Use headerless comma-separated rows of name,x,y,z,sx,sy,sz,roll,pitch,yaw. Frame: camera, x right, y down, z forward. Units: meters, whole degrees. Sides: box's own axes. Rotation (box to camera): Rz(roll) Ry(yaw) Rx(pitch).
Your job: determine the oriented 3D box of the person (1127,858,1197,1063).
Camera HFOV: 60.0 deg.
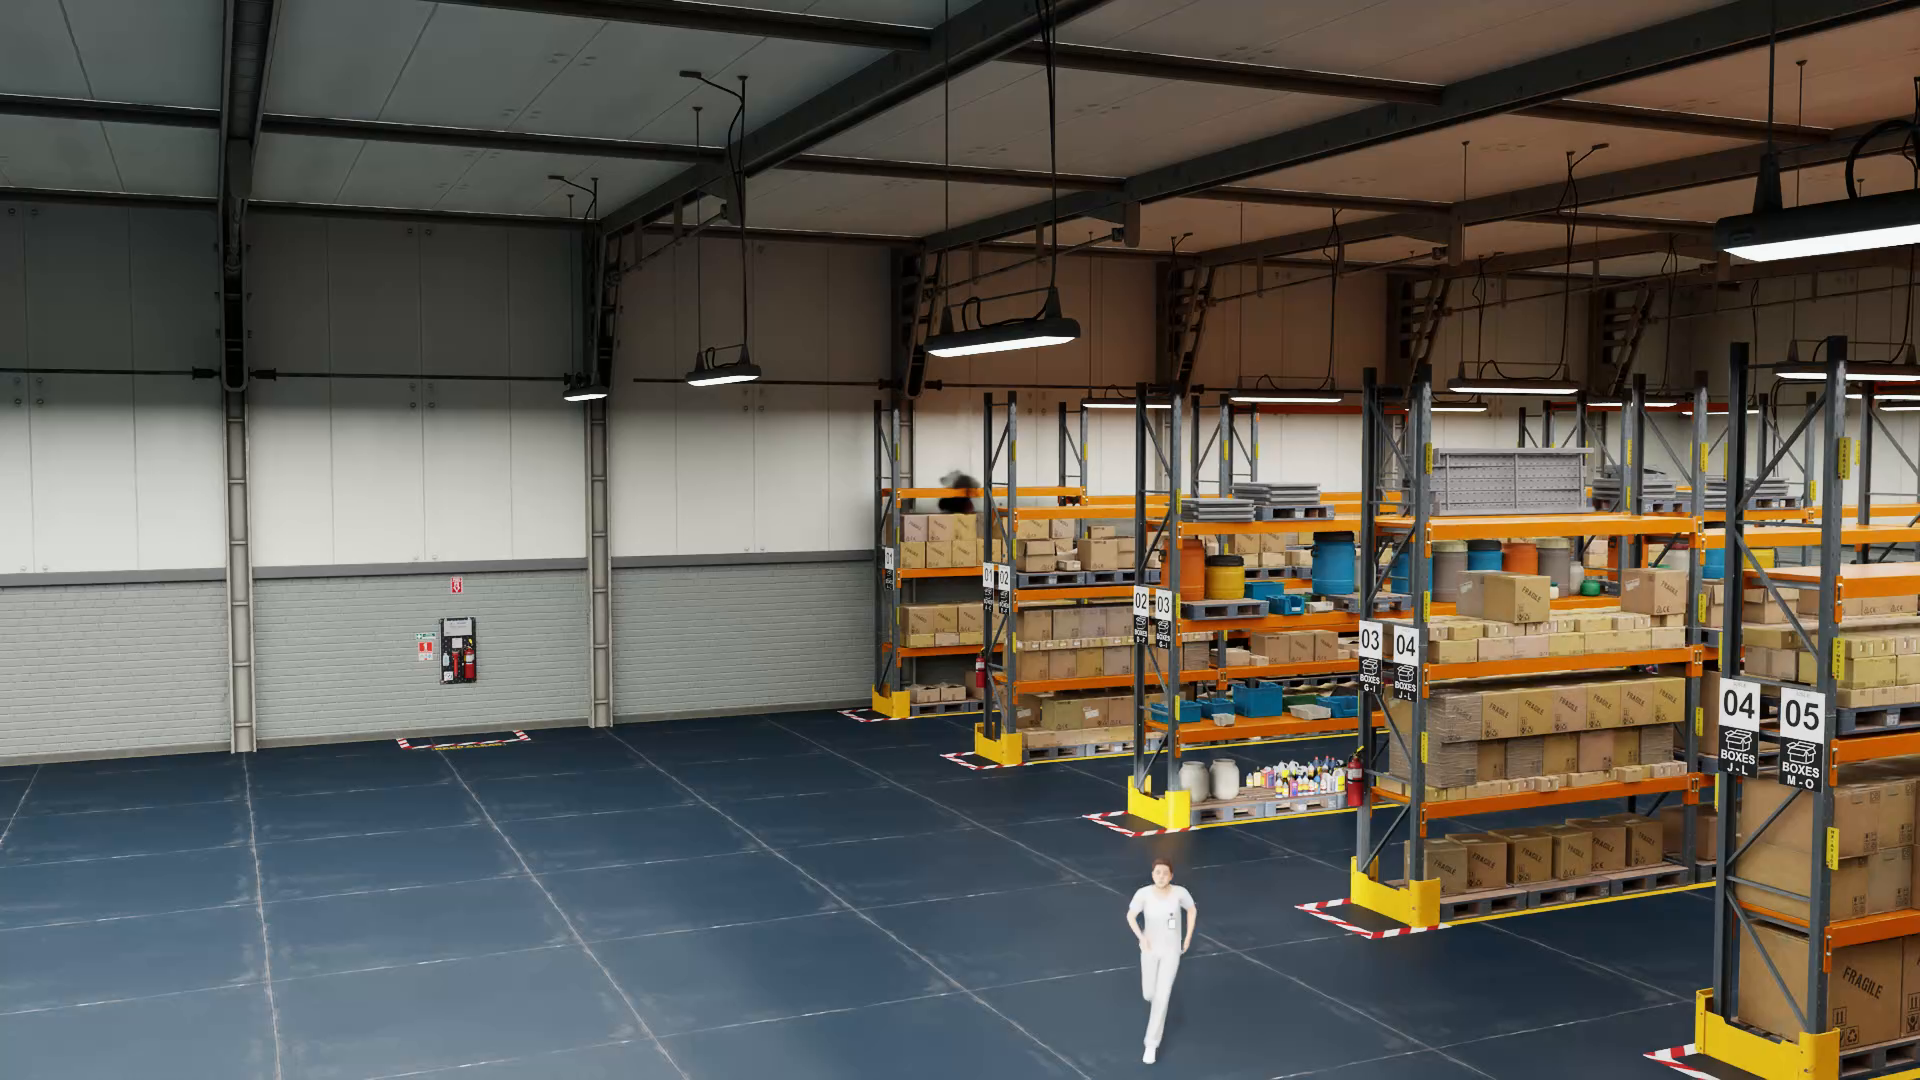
person,1.724,3.516,14.231,0.588,1.660,0.915,1,3,10
